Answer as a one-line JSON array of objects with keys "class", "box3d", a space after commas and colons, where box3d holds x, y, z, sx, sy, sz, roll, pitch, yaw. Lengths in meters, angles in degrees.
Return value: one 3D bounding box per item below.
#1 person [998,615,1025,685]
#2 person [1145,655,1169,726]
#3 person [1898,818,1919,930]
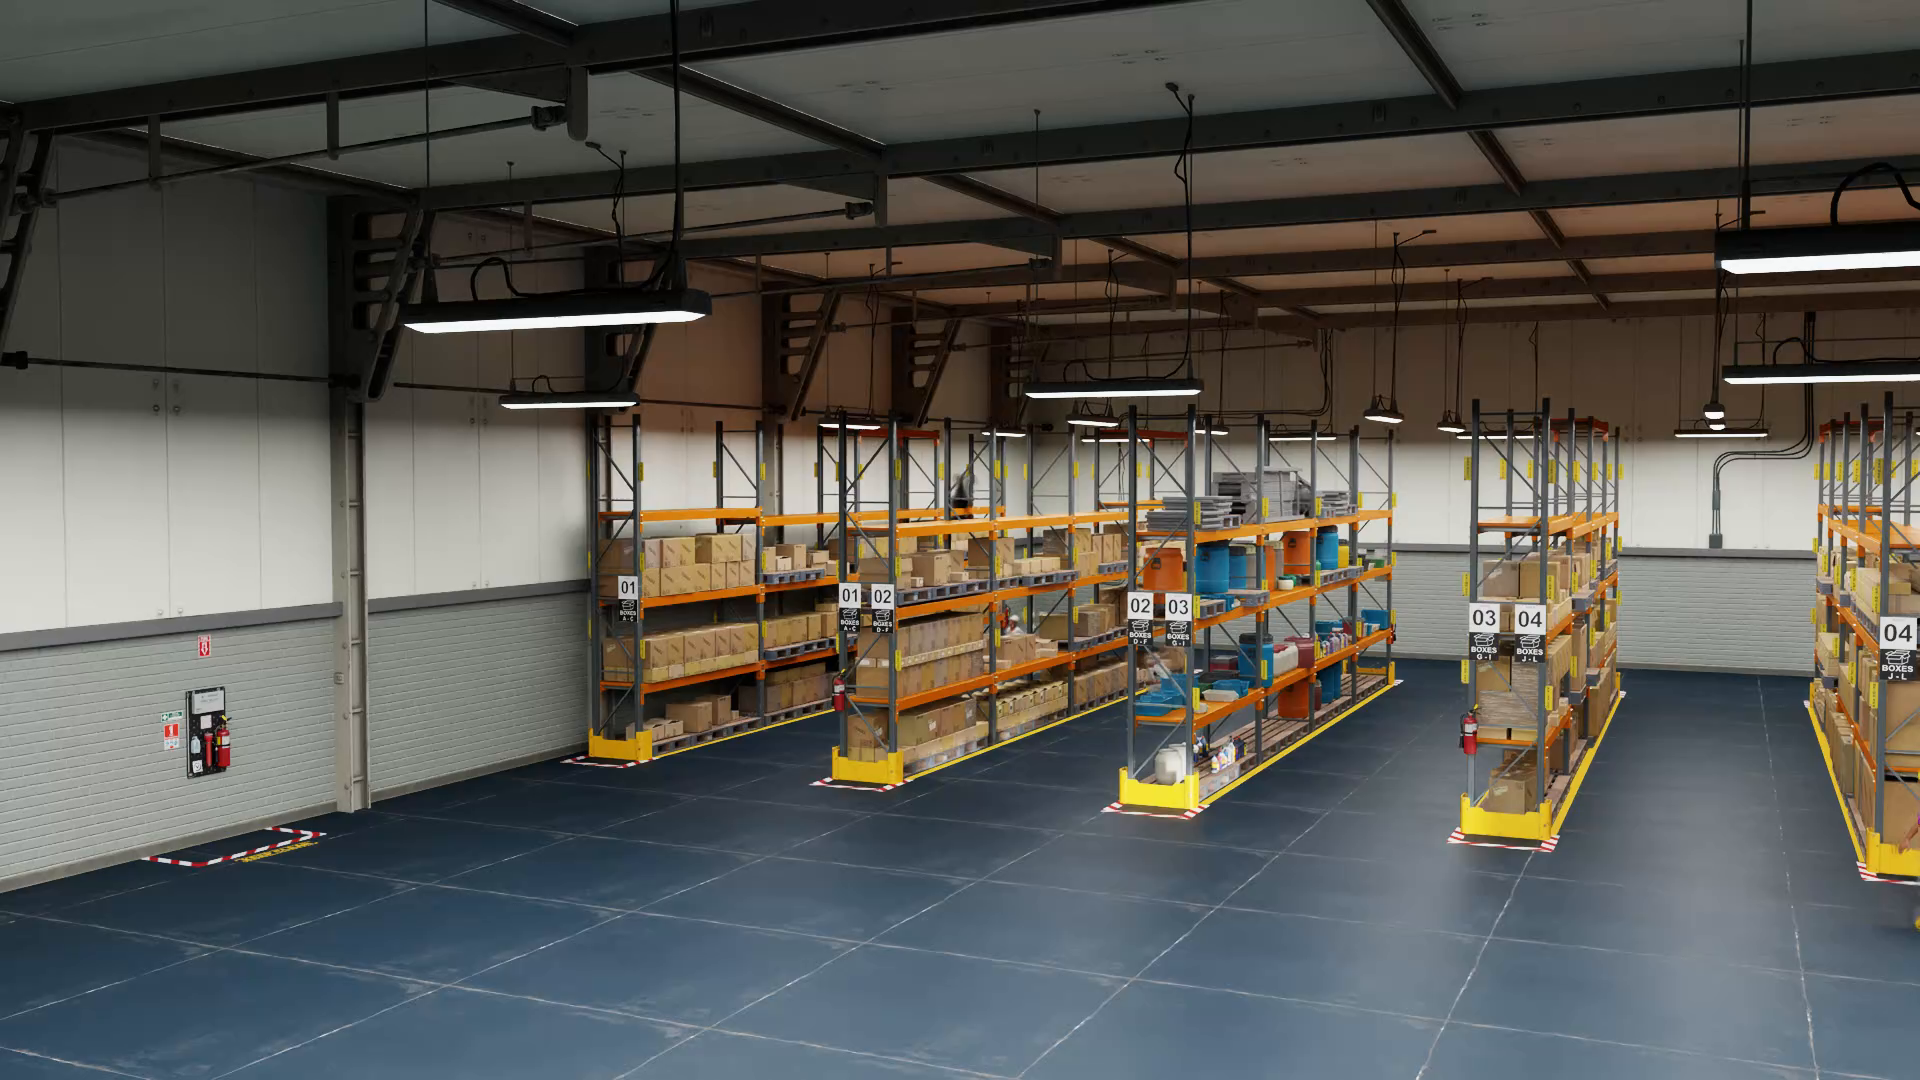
[{"class": "person", "box3d": [1.200, 2.574, 37.834, 0.875, 1.727, 0.724, -2, 3, -42]}, {"class": "person", "box3d": [3.997, 2.949, 32.906, 0.568, 1.438, 1.100, 2, 3, 43]}, {"class": "person", "box3d": [10.644, 3.439, 17.841, 0.878, 1.651, 0.695, 1, 2, 15]}]
